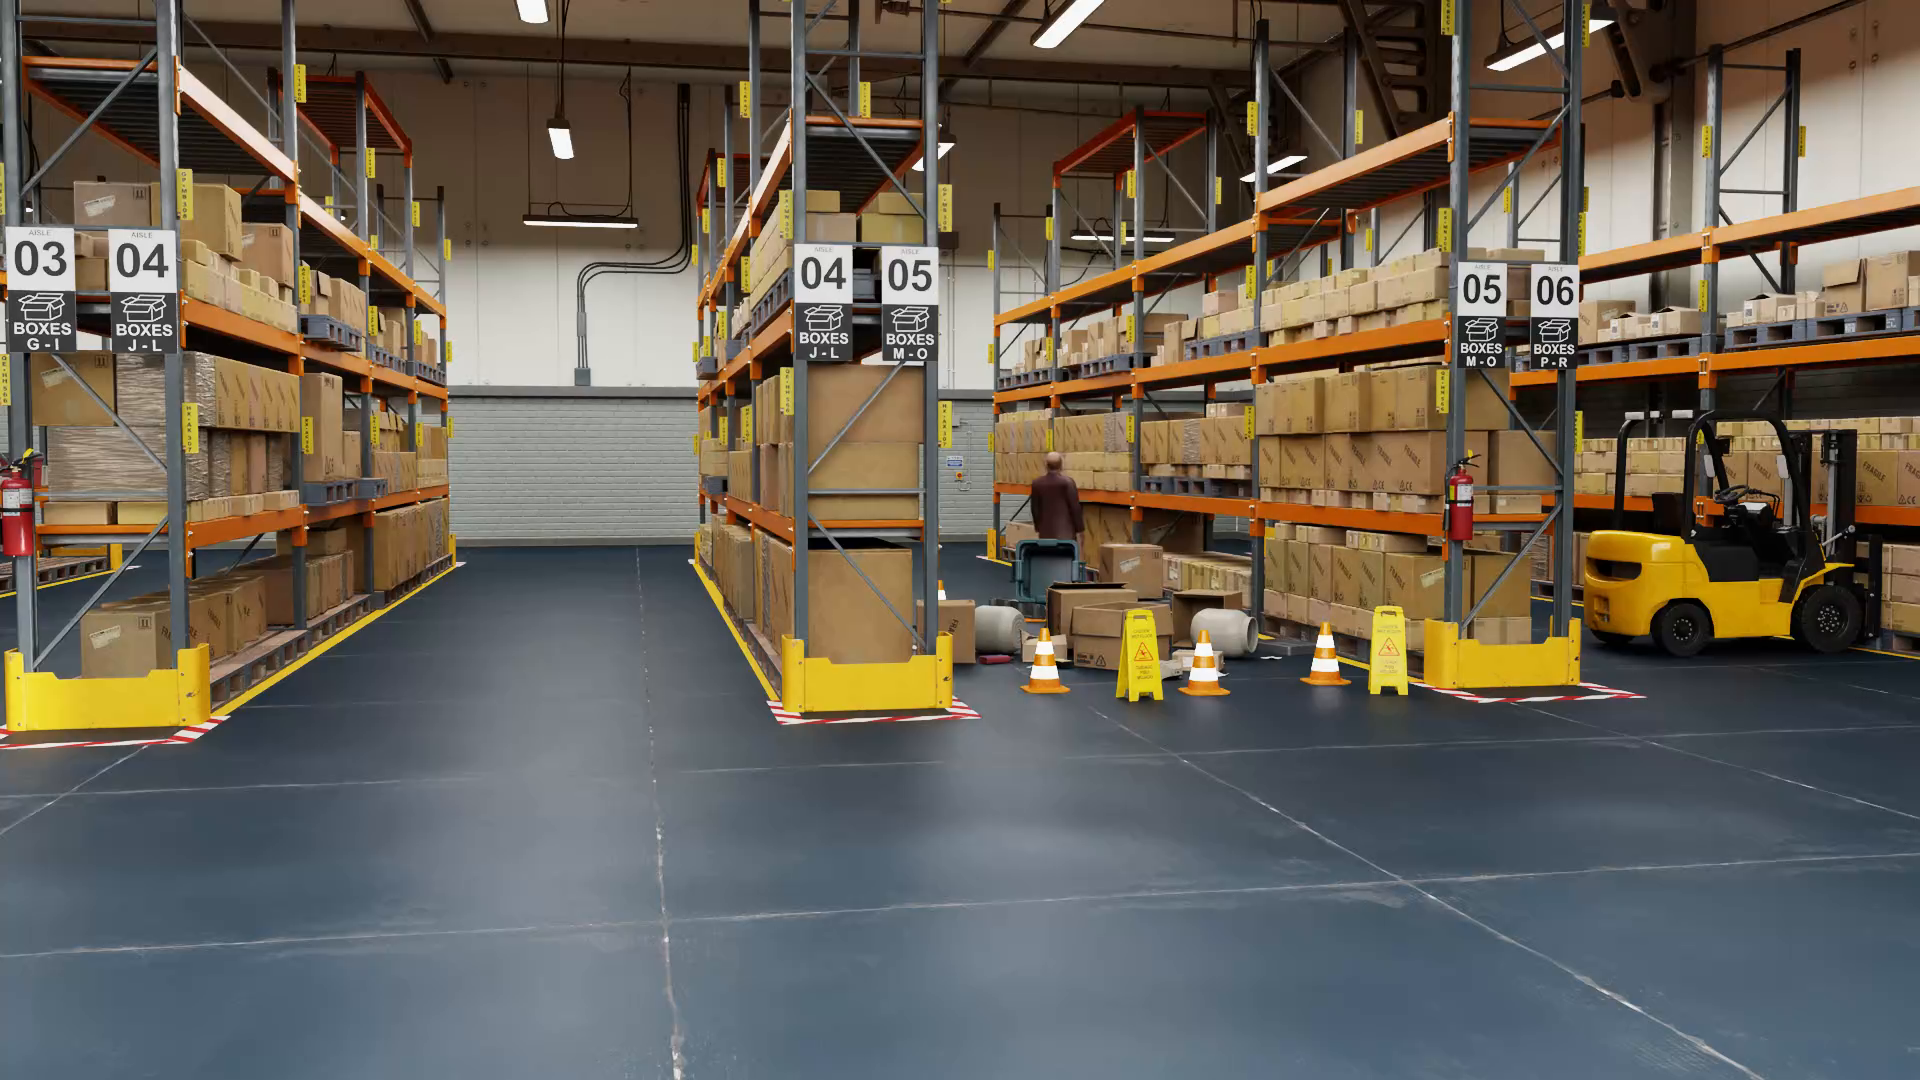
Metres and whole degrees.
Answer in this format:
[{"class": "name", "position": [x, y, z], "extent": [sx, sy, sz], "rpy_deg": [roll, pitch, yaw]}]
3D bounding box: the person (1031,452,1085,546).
[{"class": "person", "position": [1.092, -0.062, 17.970], "extent": [0.684, 1.783, 0.403], "rpy_deg": [2, 4, 37]}]
